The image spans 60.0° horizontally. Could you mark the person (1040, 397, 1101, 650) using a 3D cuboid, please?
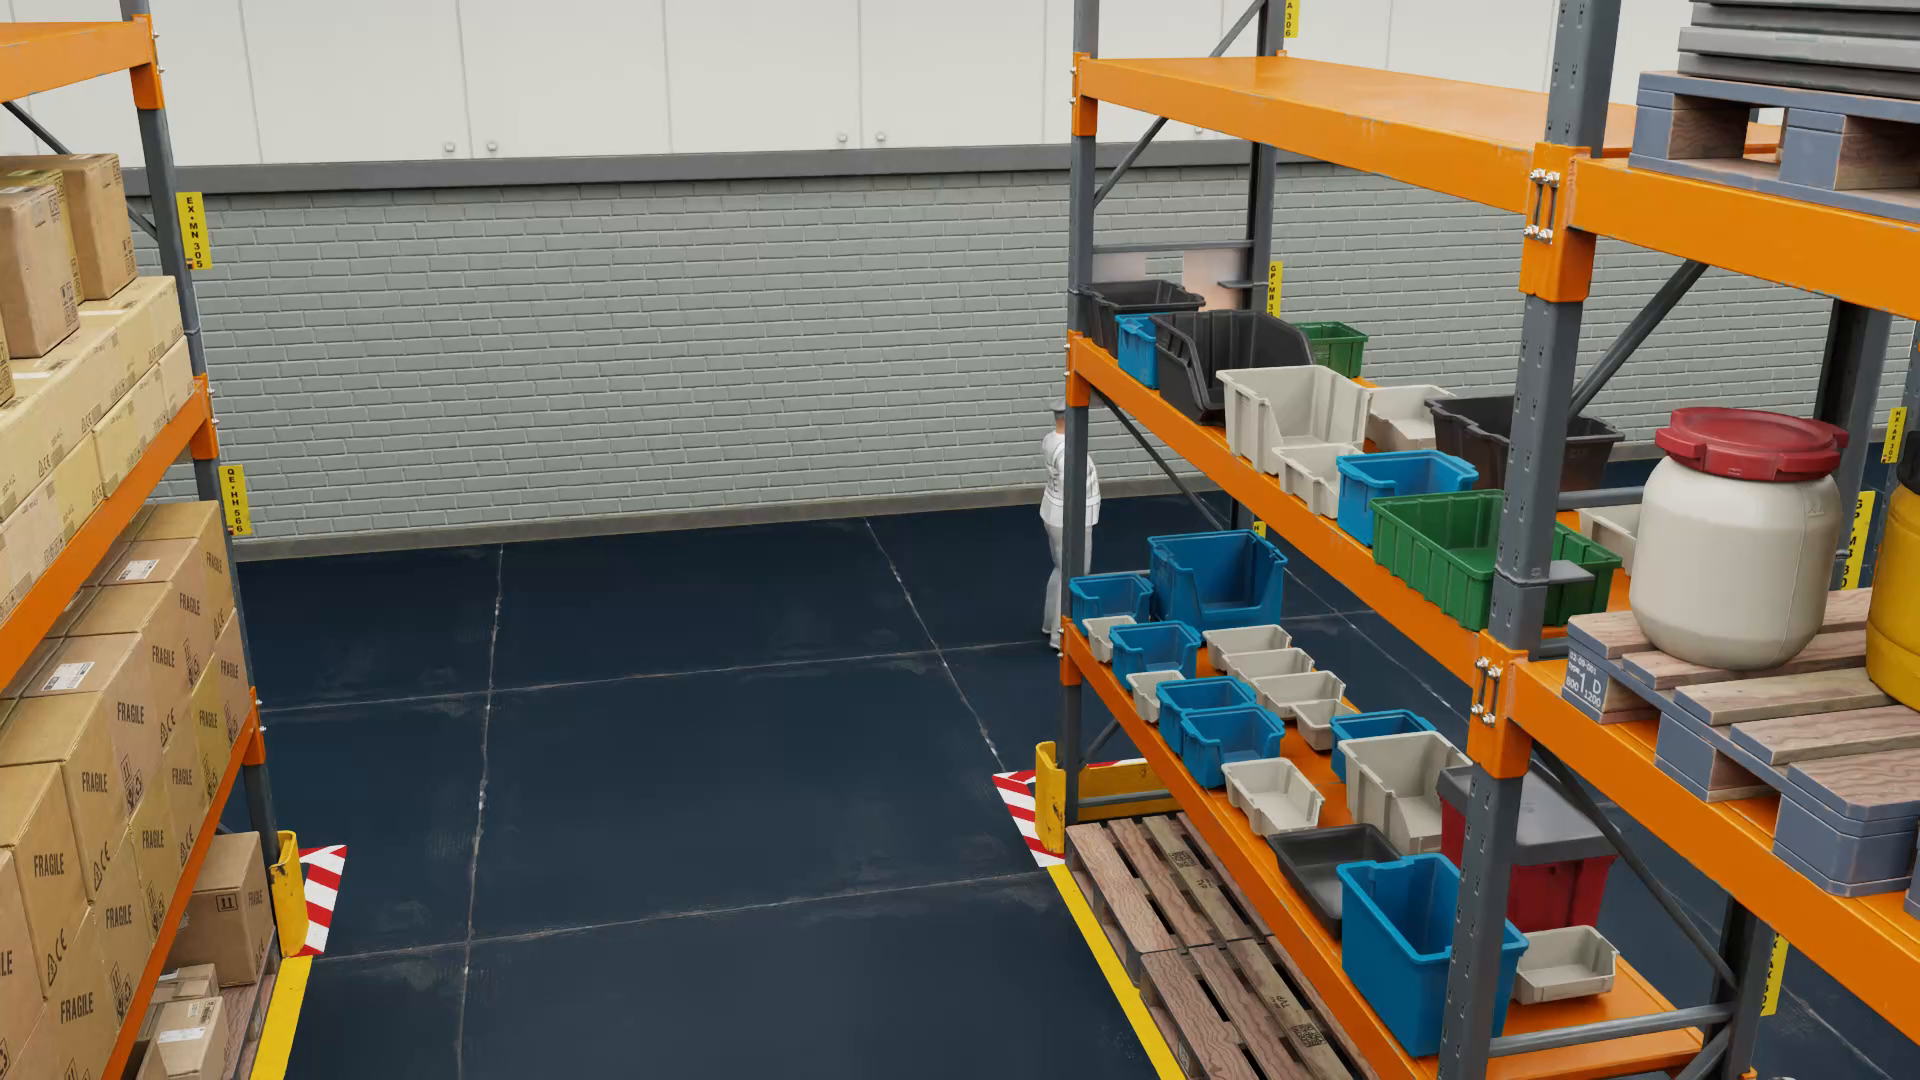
[{"bbox_3d":[0.757,-0.120,11.442,0.393,1.784,0.528,-4,20,-11],"label":"person"}]
